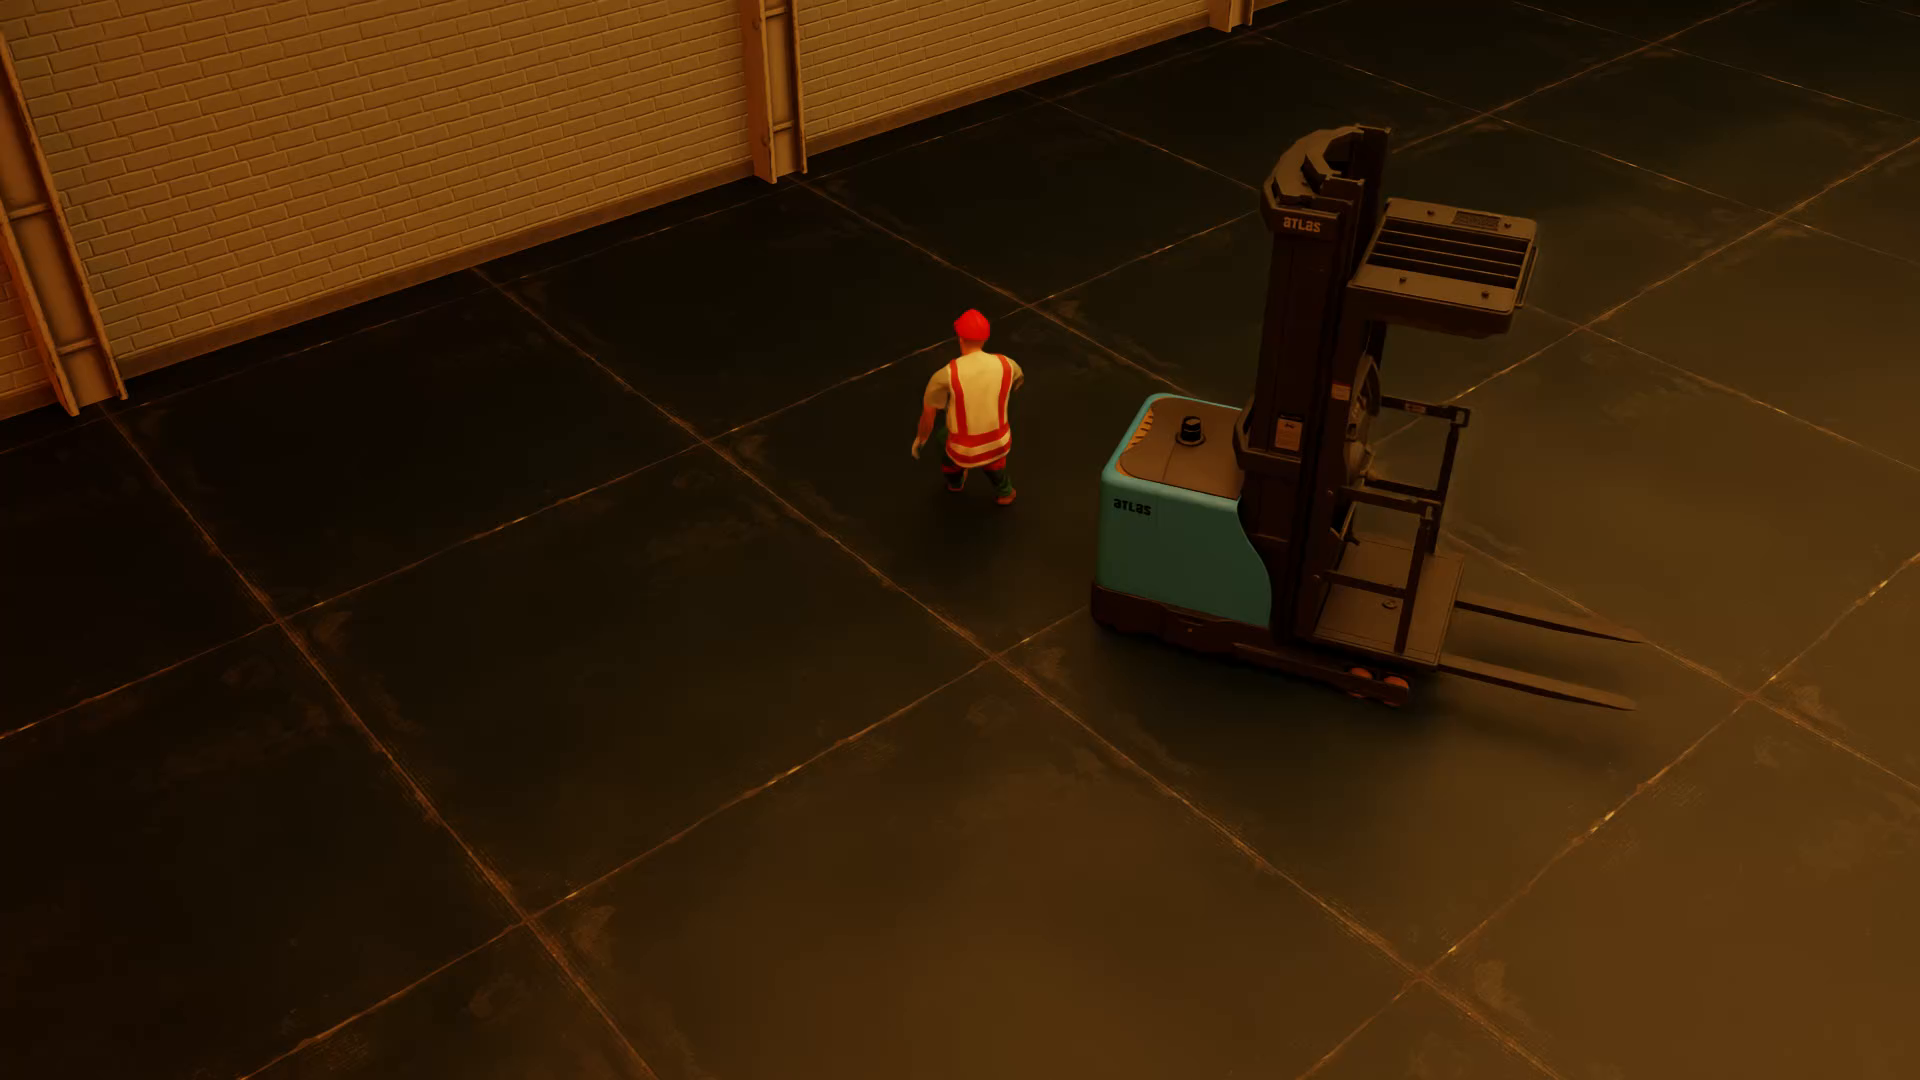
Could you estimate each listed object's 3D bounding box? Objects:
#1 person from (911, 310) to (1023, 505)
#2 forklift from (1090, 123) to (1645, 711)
[{"bbox_3d":[0.020,-0.783,10.347,0.813,1.558,0.919,-13,38,-17],"label":"person"},{"bbox_3d":[2.336,-0.616,8.863,3.031,2.935,1.130,14,38,18],"label":"forklift"}]
